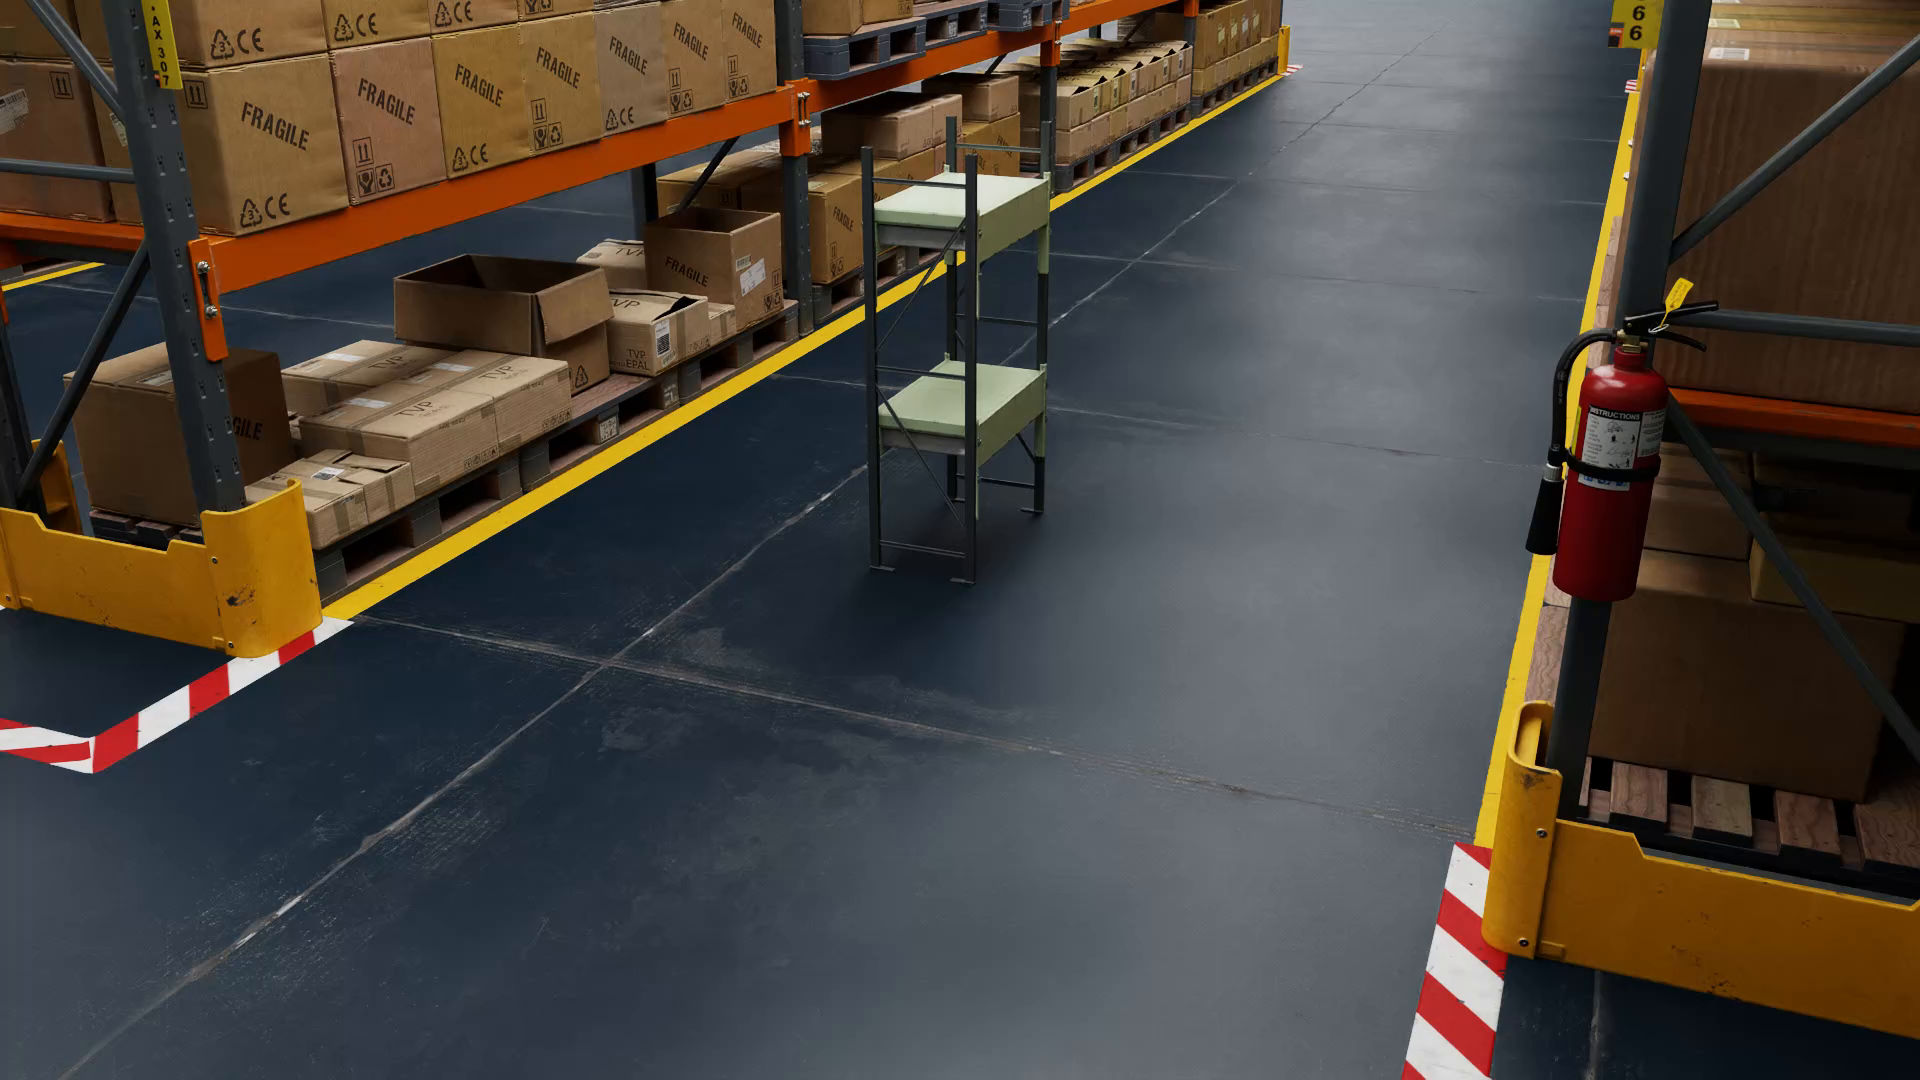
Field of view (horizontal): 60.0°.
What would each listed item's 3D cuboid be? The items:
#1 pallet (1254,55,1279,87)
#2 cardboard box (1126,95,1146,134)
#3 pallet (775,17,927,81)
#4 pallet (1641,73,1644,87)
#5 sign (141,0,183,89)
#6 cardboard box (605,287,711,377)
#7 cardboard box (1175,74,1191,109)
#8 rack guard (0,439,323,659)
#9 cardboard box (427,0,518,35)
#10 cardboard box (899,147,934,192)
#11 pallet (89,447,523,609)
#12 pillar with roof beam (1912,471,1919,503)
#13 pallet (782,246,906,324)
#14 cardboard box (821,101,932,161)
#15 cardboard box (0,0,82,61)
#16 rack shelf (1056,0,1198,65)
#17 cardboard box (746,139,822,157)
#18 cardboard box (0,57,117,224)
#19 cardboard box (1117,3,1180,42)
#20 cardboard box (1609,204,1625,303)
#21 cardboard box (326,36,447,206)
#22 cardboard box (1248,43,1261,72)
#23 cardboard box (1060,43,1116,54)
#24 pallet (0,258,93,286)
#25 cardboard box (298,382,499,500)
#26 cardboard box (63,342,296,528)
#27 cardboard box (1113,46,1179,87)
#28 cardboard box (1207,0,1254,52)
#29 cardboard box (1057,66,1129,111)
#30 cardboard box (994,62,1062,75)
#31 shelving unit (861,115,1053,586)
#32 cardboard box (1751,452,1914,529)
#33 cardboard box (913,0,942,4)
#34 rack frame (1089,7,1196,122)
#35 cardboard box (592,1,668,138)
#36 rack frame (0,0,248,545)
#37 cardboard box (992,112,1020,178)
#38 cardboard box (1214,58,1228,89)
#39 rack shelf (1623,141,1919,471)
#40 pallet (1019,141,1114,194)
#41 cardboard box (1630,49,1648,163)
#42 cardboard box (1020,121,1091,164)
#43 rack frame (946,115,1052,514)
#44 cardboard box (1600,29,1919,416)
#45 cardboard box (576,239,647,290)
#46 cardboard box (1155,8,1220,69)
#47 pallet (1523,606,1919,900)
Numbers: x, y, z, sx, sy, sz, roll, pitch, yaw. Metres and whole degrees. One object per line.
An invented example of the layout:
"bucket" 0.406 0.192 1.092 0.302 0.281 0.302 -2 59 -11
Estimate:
"pallet" 2.942 -5.273 18.599 1.003 0.211 1.213 9 24 20
"cardboard box" 1.247 -3.597 13.992 0.500 0.250 0.500 9 24 21
"pallet" -0.872 -2.727 9.135 1.003 0.211 1.213 9 24 20
"pallet" 7.425 -4.532 16.825 1.003 0.211 1.213 9 24 20
"sign" -2.252 -1.435 4.671 0.100 0.325 0.005 9 24 20
"cardboard box" -1.497 -0.994 7.656 0.500 0.311 0.500 9 24 20
"cardboard box" 1.817 -4.143 15.299 0.500 0.250 0.500 9 24 20
"rack guard" -2.728 0.013 5.571 1.175 0.500 0.348 9 24 20
"cardboard box" -1.969 -2.109 5.979 0.500 0.500 0.500 9 24 21
"cardboard box" -0.484 -2.103 10.065 0.500 0.500 0.500 9 24 21
"pallet" -2.432 -0.139 6.310 1.003 0.211 1.213 9 24 20
"pillar with roof beam" -0.123 -4.847 6.179 9.100 9.000 0.400 9 24 20
"pallet" -1.003 -1.555 9.698 1.003 0.211 1.213 9 24 20
"cardboard box" -0.493 -2.437 9.891 0.500 0.250 0.500 9 24 20
"cardboard box" -2.846 -1.820 5.288 0.500 0.500 0.500 9 24 20
"rack shelf" 0.959 -4.360 13.730 1.077 0.370 4.000 9 24 20
"cardboard box" -0.975 -2.167 10.219 0.500 0.500 0.500 9 24 21
"cardboard box" -2.842 -1.359 5.482 0.500 0.500 0.500 10 25 22
"cardboard box" 1.867 -5.053 16.506 0.500 0.500 0.500 9 24 20
"cardboard box" 3.779 -1.609 8.453 0.750 0.750 0.750 10 24 22
"cardboard box" -2.160 -1.466 5.738 0.500 0.500 0.500 9 24 20
"cardboard box" 2.904 -5.170 17.758 0.500 0.250 0.500 9 24 20
"cardboard box" 1.126 -4.301 14.950 0.500 0.311 0.500 8 24 19
"pallet" -6.105 -1.700 10.046 1.003 0.211 1.213 9 24 20
"cardboard box" -2.105 -0.381 6.266 0.500 0.250 0.500 9 24 20
"cardboard box" -2.783 -0.393 5.971 0.500 0.500 0.500 9 24 20
"cardboard box" 1.630 -4.218 14.752 0.500 0.311 0.500 9 24 22
"cardboard box" 2.720 -5.337 17.185 0.500 0.500 0.500 9 24 20
"cardboard box" 1.062 -3.677 13.456 0.500 0.311 0.500 8 24 19
"cardboard box" 0.559 -3.750 13.631 0.500 0.311 0.500 9 24 20
"shelving unit" 0.002 -0.694 5.967 0.431 1.500 0.755 9 24 20
"cardboard box" 2.339 -0.118 4.498 0.380 0.149 0.250 9 24 20
"cardboard box" -0.431 -3.675 10.481 0.700 0.500 0.500 14 26 30
"rack frame" 1.701 -5.408 15.305 1.000 3.000 0.127 9 24 20
"cardboard box" -1.596 -2.007 7.032 0.500 0.500 0.500 9 24 21
"rack frame" -2.756 -1.113 5.024 1.000 3.000 0.127 9 24 20
"cardboard box" 0.086 -2.658 11.393 0.500 0.500 0.500 10 25 22
"cardboard box" 2.346 -4.633 16.474 0.500 0.250 0.500 9 24 20
"rack shelf" 2.588 -0.789 5.181 1.077 0.370 4.000 9 24 20
"pallet" 0.558 -2.979 13.107 1.003 0.211 1.213 9 24 20
"cardboard box" 2.838 -1.523 5.616 0.980 0.700 0.700 8 24 19
"cardboard box" 0.683 -3.047 12.675 0.500 0.250 0.500 9 24 20
"rack frame" 0.138 -0.825 6.280 0.400 1.500 0.023 9 24 20
"cardboard box" 2.025 -0.728 3.712 0.980 0.700 0.700 10 25 22
"cardboard box" -1.627 -1.388 8.599 0.500 0.311 0.500 9 24 20
"cardboard box" 2.164 -4.800 15.899 0.500 0.500 0.500 9 24 20
"pallet" 2.069 0.584 4.579 1.003 0.211 1.213 9 24 20
